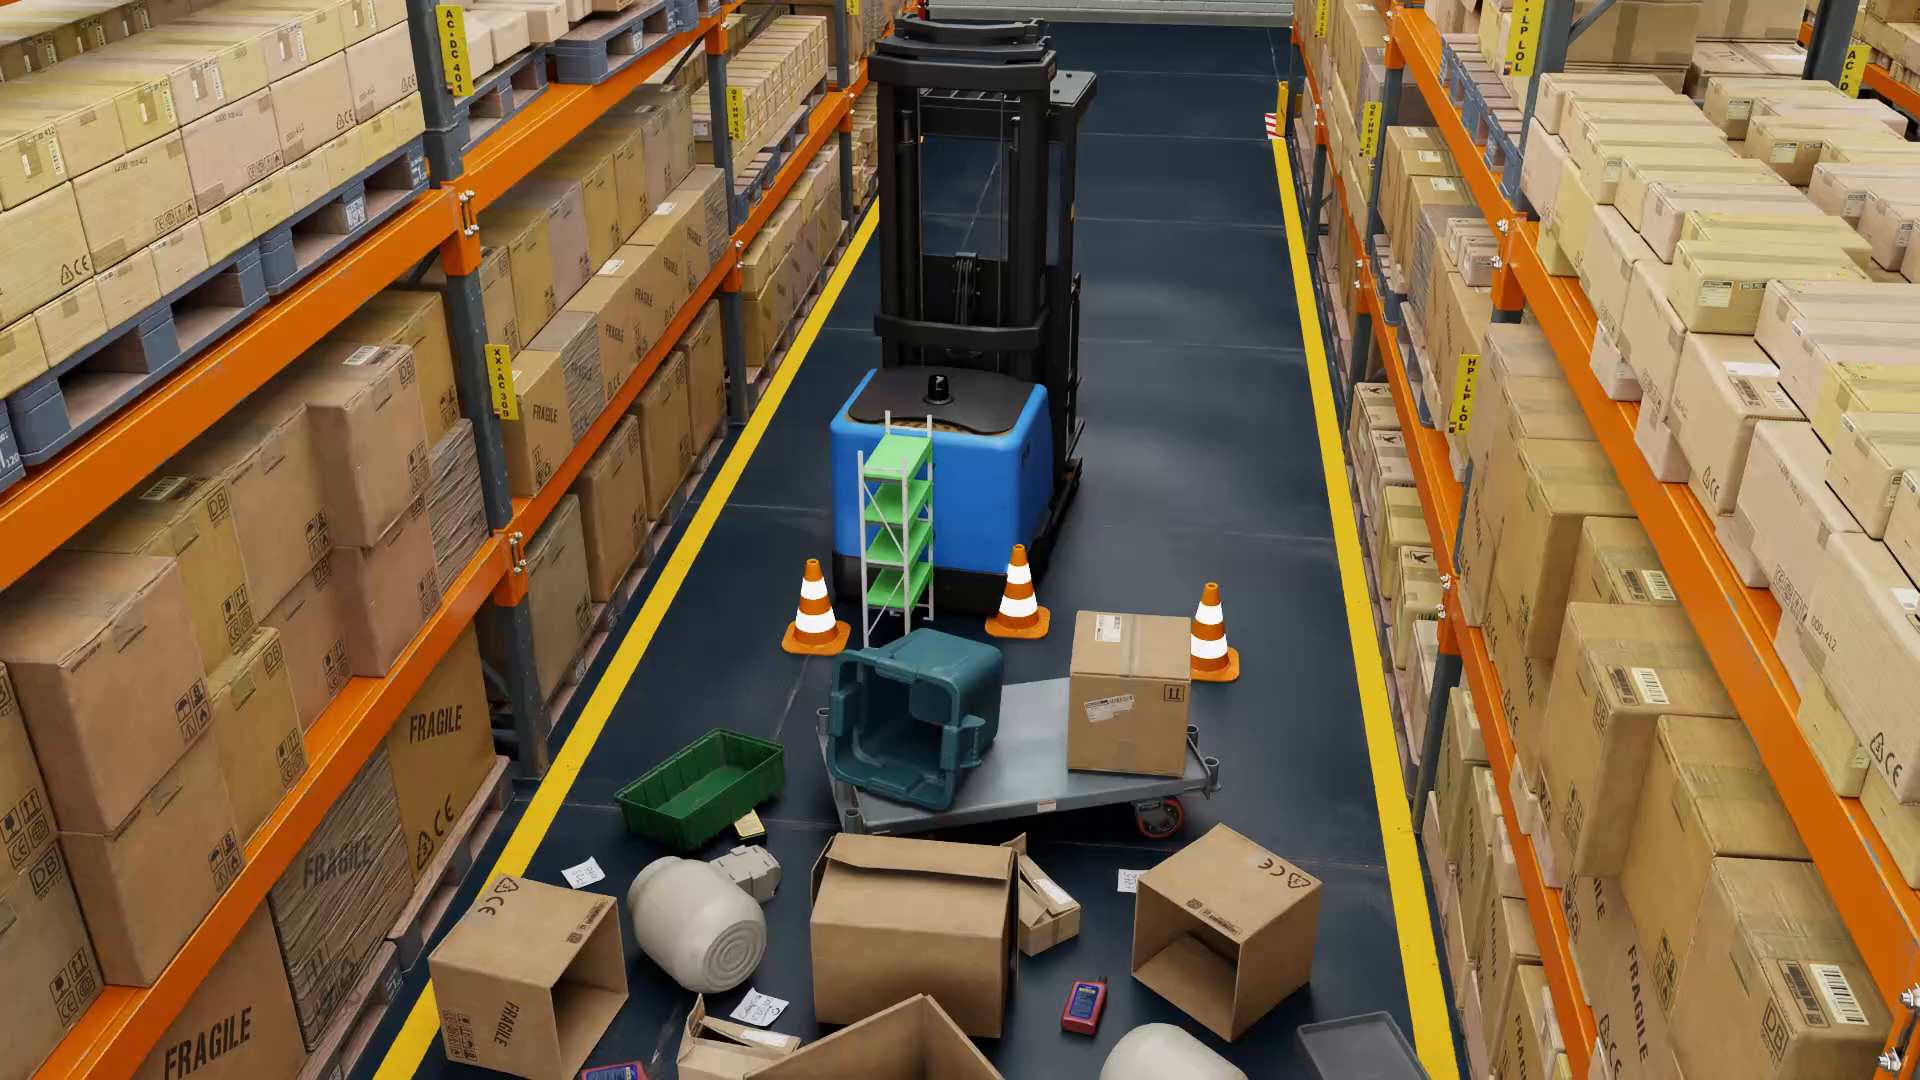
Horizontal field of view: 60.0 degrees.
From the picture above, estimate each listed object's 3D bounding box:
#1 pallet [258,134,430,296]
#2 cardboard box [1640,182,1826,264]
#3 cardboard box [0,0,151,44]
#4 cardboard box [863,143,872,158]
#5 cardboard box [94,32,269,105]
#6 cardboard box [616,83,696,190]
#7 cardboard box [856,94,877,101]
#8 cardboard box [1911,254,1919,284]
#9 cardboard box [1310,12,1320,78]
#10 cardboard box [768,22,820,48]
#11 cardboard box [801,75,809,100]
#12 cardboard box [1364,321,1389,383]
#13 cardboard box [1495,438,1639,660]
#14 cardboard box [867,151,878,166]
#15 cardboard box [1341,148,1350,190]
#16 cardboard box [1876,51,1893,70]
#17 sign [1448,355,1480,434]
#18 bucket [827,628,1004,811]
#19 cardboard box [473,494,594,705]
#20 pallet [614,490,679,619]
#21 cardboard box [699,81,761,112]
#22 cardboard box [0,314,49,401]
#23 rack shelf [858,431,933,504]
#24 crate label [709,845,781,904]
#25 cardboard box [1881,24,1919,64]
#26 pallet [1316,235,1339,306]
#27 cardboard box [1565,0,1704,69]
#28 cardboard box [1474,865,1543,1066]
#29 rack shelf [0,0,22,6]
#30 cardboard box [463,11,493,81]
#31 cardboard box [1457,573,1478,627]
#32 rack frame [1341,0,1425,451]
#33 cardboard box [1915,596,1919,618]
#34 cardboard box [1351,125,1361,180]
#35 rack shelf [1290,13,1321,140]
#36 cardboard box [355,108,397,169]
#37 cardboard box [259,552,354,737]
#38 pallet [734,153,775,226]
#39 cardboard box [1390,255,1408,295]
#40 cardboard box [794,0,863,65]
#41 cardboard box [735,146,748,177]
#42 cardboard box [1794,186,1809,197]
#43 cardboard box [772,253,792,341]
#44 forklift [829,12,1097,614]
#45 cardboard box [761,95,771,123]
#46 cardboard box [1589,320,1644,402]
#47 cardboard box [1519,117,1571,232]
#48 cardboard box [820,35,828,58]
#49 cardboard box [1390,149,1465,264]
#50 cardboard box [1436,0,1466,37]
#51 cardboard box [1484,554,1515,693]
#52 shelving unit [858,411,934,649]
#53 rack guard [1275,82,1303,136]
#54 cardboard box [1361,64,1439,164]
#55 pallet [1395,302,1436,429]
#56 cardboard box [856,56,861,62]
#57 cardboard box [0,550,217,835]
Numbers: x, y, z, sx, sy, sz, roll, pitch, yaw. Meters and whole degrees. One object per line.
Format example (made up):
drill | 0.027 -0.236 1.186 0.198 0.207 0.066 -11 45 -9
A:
pallet | -2.531 -1.155 5.662 1.003 0.211 1.213 3 28 6
cardboard box | 2.037 -0.834 4.396 0.380 0.149 0.250 3 28 5
cardboard box | -2.864 -1.657 5.377 0.380 0.149 0.250 3 28 6
cardboard box | -1.049 -3.733 15.766 0.380 0.149 0.250 5 29 9
cardboard box | -2.272 -1.380 4.863 0.380 0.149 0.250 3 29 6
cardboard box | -1.995 -2.414 9.910 0.700 0.500 0.500 3 28 6
cardboard box | -0.829 -4.342 16.584 0.380 0.149 0.250 4 29 8
cardboard box | 2.478 -0.566 3.900 0.380 0.149 0.250 4 29 7
cardboard box | 3.345 -4.304 14.470 0.500 0.500 0.500 3 28 5
cardboard box | -1.328 -4.033 13.269 0.380 0.149 0.250 3 28 5
cardboard box | -1.387 -3.542 12.985 0.380 0.149 0.250 2 28 4
cardboard box | 3.162 -1.471 11.115 0.875 0.875 0.875 3 28 6
cardboard box | 2.063 0.035 5.049 0.700 0.500 0.500 3 28 5
cardboard box | -0.958 -3.720 16.055 0.380 0.149 0.250 3 28 5
cardboard box | 2.924 -2.566 11.508 0.500 0.250 0.500 3 28 6
cardboard box | 8.407 -4.277 14.790 0.380 0.149 0.250 3 28 6
sign | 1.953 -0.558 6.403 0.100 0.325 0.005 3 28 6
bucket | -0.149 0.712 7.115 0.726 0.611 0.620 14 21 24
cardboard box | -2.434 0.250 8.053 1.050 0.750 0.750 3 28 6
pallet | -2.254 0.026 9.479 1.003 0.211 1.213 3 28 6
cardboard box | -1.584 -3.050 11.444 0.380 0.149 0.250 2 28 4
cardboard box | -2.427 -0.432 3.944 0.380 0.149 0.250 3 29 6
rack shelf | -0.317 -0.365 8.285 0.258 0.148 0.480 6 29 12
crate label | -0.912 1.410 6.988 0.298 0.136 0.250 -17 33 -29
cardboard box | 8.353 -4.287 14.389 0.500 0.250 0.500 3 28 6
pallet | 3.465 -2.189 13.590 1.003 0.211 1.213 3 28 6
cardboard box | 2.449 -1.958 6.247 0.500 0.250 0.500 4 29 7
cardboard box | 2.045 1.436 5.587 0.500 0.500 0.500 5 29 9
rack shelf | -11.021 -5.272 17.132 1.077 0.370 4.000 3 28 6
cardboard box | -2.099 -2.018 6.764 0.258 0.266 0.396 3 28 5
cardboard box | 2.148 0.222 6.440 0.380 0.149 0.250 3 28 6
rack frame | 2.995 -1.901 10.116 1.000 3.000 0.127 3 28 6
cardboard box | 1.763 0.127 2.612 0.380 0.149 0.250 4 29 7
cardboard box | 2.861 -2.539 10.932 0.500 0.250 0.500 3 28 5
rack shelf | 3.730 -4.409 15.529 1.077 0.370 4.000 3 28 6
cardboard box | -2.179 -1.388 5.719 0.380 0.149 0.250 4 29 7
cardboard box | -2.682 0.358 5.765 0.875 0.550 0.550 3 28 6
pallet | -1.949 -2.398 11.241 1.213 0.211 1.003 3 28 6
cardboard box | 2.569 -1.448 9.096 0.380 0.149 0.250 4 29 6
cardboard box | -1.130 -4.417 14.368 0.500 0.500 0.500 3 28 5
cardboard box | -1.642 -2.540 11.125 0.380 0.149 0.250 5 29 9
cardboard box | 2.657 -0.942 5.018 0.500 0.250 0.500 3 28 5
cardboard box | -1.533 -1.780 12.085 0.500 0.500 0.500 4 29 7
forklift | 0.146 -1.578 9.589 1.130 2.935 3.031 6 29 12
cardboard box | -1.549 -3.052 11.760 0.380 0.149 0.250 3 28 6
cardboard box | 1.978 -0.494 4.606 0.380 0.149 0.250 3 28 5
cardboard box | 2.179 -1.212 5.520 0.500 0.250 0.500 3 28 5
cardboard box | -1.293 -4.030 13.577 0.380 0.149 0.250 4 29 8
cardboard box | 2.653 -1.817 9.098 0.500 0.500 0.500 5 29 9
cardboard box | 2.869 -2.820 8.554 0.700 0.500 0.500 3 28 6
cardboard box | 2.136 0.236 5.731 0.500 0.500 0.500 3 28 6
shelving unit | -0.317 0.001 8.482 0.258 1.200 0.503 6 29 12
rack guard | 3.978 -4.578 17.720 1.175 0.500 0.348 3 28 6
cardboard box | 2.798 -2.644 10.335 0.500 0.500 0.500 3 28 5
pallet | 2.793 -0.882 8.427 1.003 0.211 1.213 3 28 6
cardboard box | -1.103 -4.410 15.037 0.380 0.149 0.250 2 28 4
cardboard box | -2.648 0.391 4.565 0.875 0.550 0.550 3 28 6
